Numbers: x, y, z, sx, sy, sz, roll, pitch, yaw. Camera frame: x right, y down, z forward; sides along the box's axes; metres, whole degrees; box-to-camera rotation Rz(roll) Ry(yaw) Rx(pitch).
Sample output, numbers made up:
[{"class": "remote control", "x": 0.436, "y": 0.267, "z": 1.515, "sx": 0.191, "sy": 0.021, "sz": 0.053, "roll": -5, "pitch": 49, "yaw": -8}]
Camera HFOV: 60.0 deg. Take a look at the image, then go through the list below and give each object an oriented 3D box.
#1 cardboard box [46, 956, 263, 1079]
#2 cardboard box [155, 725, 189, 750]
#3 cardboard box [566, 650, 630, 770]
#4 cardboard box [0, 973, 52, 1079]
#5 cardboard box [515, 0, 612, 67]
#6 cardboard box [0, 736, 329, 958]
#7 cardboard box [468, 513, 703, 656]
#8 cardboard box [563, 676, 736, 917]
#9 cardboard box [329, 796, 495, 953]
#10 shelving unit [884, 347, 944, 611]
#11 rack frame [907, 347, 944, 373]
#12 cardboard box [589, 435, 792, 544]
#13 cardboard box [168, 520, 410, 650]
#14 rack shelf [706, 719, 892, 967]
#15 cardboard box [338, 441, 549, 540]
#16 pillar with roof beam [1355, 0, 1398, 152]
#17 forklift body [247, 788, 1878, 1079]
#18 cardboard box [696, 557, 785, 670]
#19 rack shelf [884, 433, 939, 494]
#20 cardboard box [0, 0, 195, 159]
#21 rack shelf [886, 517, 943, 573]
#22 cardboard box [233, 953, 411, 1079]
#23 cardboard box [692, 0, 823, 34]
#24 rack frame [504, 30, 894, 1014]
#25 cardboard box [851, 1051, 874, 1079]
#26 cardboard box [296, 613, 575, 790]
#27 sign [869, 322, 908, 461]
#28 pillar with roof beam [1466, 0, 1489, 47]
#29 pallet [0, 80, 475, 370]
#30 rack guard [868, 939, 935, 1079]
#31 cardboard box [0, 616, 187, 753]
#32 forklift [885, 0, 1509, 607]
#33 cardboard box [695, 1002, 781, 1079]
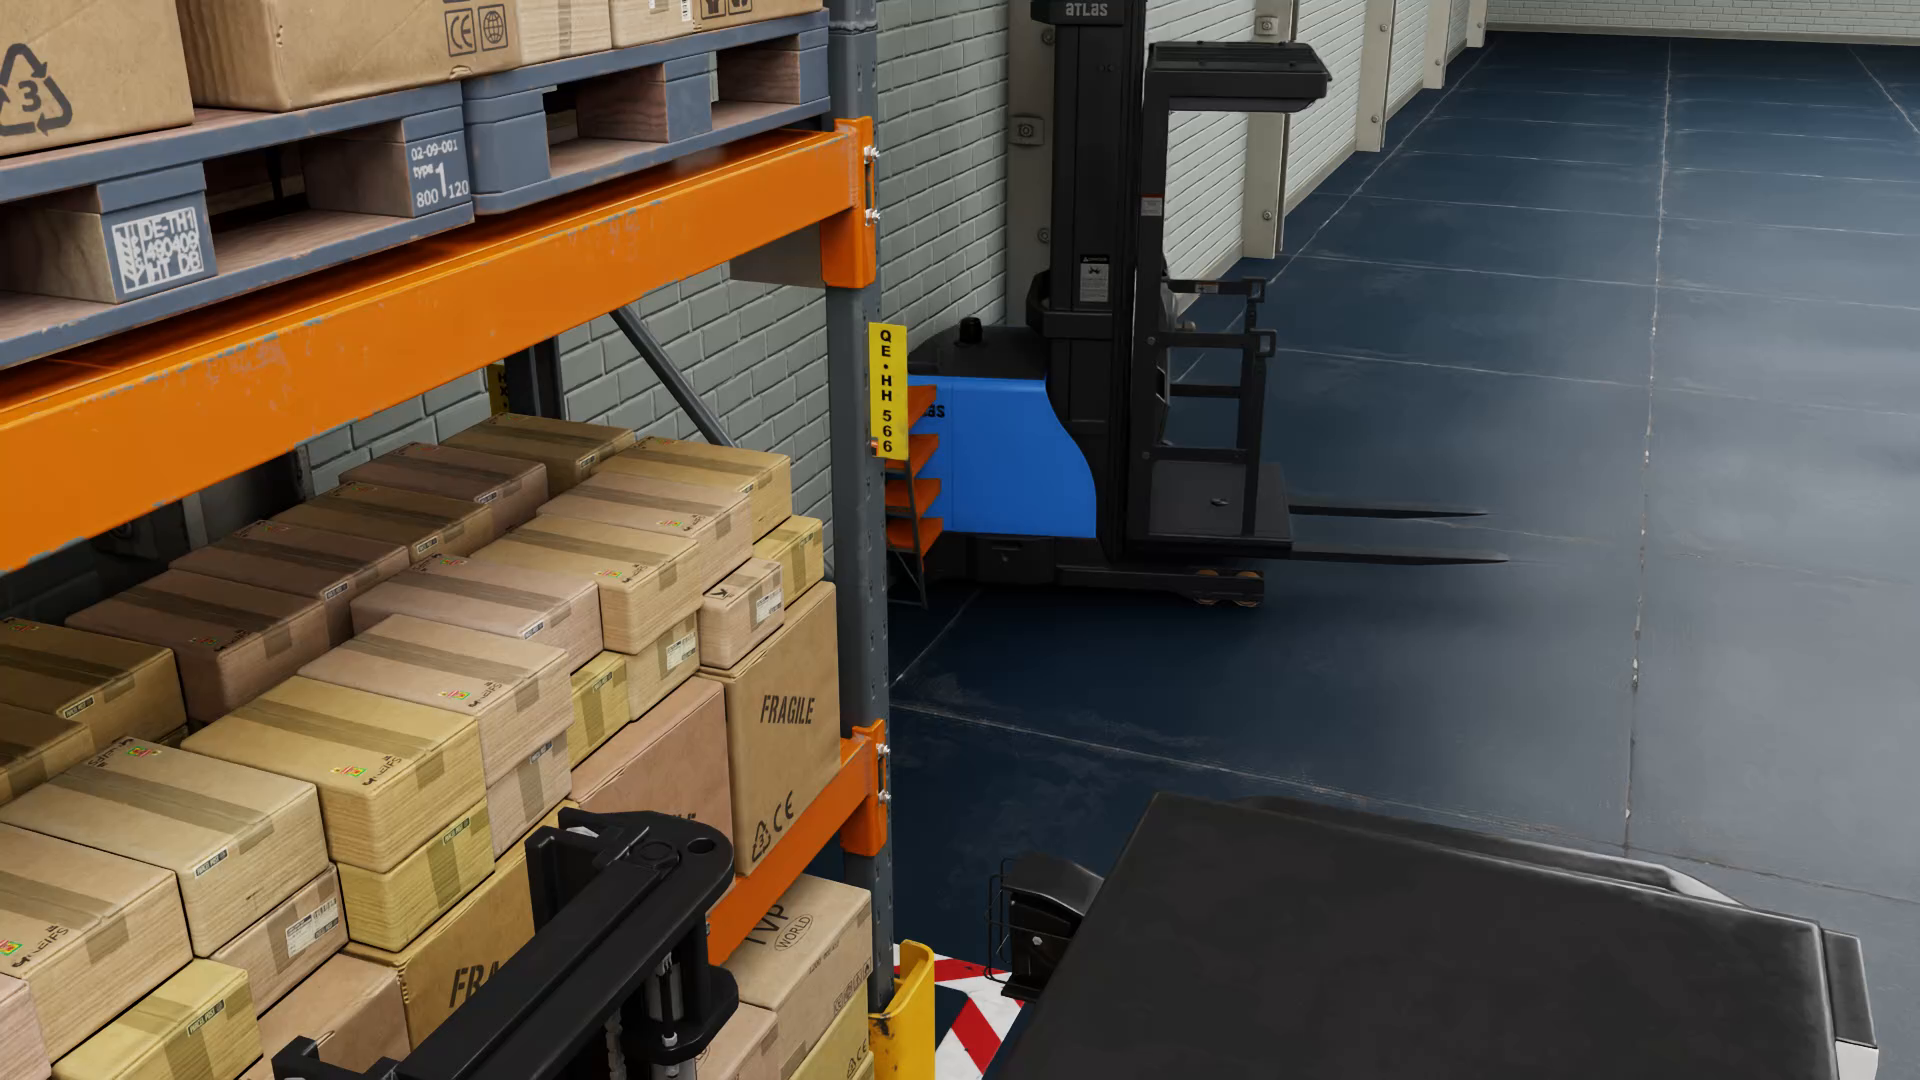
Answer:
[{"class": "cardboard box", "x": -1.198, "y": 0.676, "z": 2.270, "sx": 0.380, "sy": 0.149, "sz": 0.250, "roll": 8, "pitch": 24, "yaw": 19}, {"class": "cardboard box", "x": -1.578, "y": 0.405, "z": 2.917, "sx": 0.380, "sy": 0.149, "sz": 0.250, "roll": 10, "pitch": 25, "yaw": 22}, {"class": "cardboard box", "x": -0.860, "y": 0.302, "z": 3.164, "sx": 0.380, "sy": 0.149, "sz": 0.250, "roll": 9, "pitch": 24, "yaw": 20}, {"class": "cardboard box", "x": -1.355, "y": 0.621, "z": 2.014, "sx": 0.380, "sy": 0.149, "sz": 0.250, "roll": 9, "pitch": 24, "yaw": 20}, {"class": "cardboard box", "x": -0.788, "y": -0.915, "z": 2.656, "sx": 0.396, "sy": 0.266, "sz": 0.258, "roll": 9, "pitch": 24, "yaw": 20}, {"class": "cardboard box", "x": -1.170, "y": 0.442, "z": 2.443, "sx": 0.380, "sy": 0.149, "sz": 0.250, "roll": 9, "pitch": 24, "yaw": 21}, {"class": "cardboard box", "x": -0.740, "y": 0.082, "z": 3.304, "sx": 0.380, "sy": 0.149, "sz": 0.250, "roll": 9, "pitch": 24, "yaw": 21}, {"class": "cardboard box", "x": -0.808, "y": 0.568, "z": 3.368, "sx": 0.500, "sy": 0.500, "sz": 0.500, "roll": 10, "pitch": 25, "yaw": 22}, {"class": "cardboard box", "x": -0.990, "y": 0.498, "z": 2.695, "sx": 0.380, "sy": 0.149, "sz": 0.250, "roll": 9, "pitch": 24, "yaw": 20}, {"class": "shelving unit", "x": -0.233, "y": -0.269, "z": 7.916, "sx": 0.258, "sy": 1.200, "sz": 0.503, "roll": 6, "pitch": 31, "yaw": 20}, {"class": "rack frame", "x": -0.148, "y": -0.388, "z": 8.111, "sx": 0.240, "sy": 1.200, "sz": 0.015, "roll": 6, "pitch": 31, "yaw": 20}, {"class": "cardboard box", "x": -0.605, "y": -0.108, "z": 3.759, "sx": 0.380, "sy": 0.149, "sz": 0.250, "roll": 9, "pitch": 24, "yaw": 20}, {"class": "cardboard box", "x": -1.310, "y": 0.095, "z": 3.273, "sx": 0.380, "sy": 0.149, "sz": 0.250, "roll": 9, "pitch": 24, "yaw": 20}, {"class": "rack shelf", "x": -1.411, "y": 1.264, "z": 2.765, "sx": 1.077, "sy": 0.370, "sz": 4.000, "roll": 9, "pitch": 24, "yaw": 20}, {"class": "cardboard box", "x": -1.148, "y": -0.090, "z": 3.718, "sx": 0.380, "sy": 0.149, "sz": 0.250, "roll": 10, "pitch": 25, "yaw": 22}, {"class": "pillar with roof beam", "x": 8.920, "y": -8.257, "z": 16.841, "sx": 9.100, "sy": 9.000, "sz": 0.400, "roll": 9, "pitch": 24, "yaw": 20}, {"class": "forklift body", "x": 0.321, "y": 1.548, "z": 2.254, "sx": 2.313, "sy": 2.155, "sz": 1.214, "roll": 9, "pitch": 24, "yaw": 20}, {"class": "cardboard box", "x": -0.604, "y": 0.131, "z": 3.574, "sx": 0.380, "sy": 0.149, "sz": 0.250, "roll": 9, "pitch": 24, "yaw": 21}, {"class": "rack shelf", "x": -0.248, "y": -0.405, "z": 7.839, "sx": 0.258, "sy": 0.148, "sz": 0.480, "roll": 6, "pitch": 31, "yaw": 20}, {"class": "cardboard box", "x": -1.332, "y": -0.706, "z": 1.848, "sx": 0.797, "sy": 0.503, "sz": 0.637, "roll": 10, "pitch": 25, "yaw": 22}, {"class": "rack shelf", "x": -0.210, "y": -0.038, "z": 8.046, "sx": 0.258, "sy": 0.148, "sz": 0.480, "roll": 6, "pitch": 31, "yaw": 20}, {"class": "cardboard box", "x": -1.175, "y": 0.933, "z": 2.494, "sx": 0.500, "sy": 0.500, "sz": 0.500, "roll": 9, "pitch": 24, "yaw": 20}, {"class": "cardboard box", "x": -0.606, "y": -1.260, "z": 3.180, "sx": 0.500, "sy": 0.500, "sz": 0.500, "roll": 10, "pitch": 25, "yaw": 22}, {"class": "rack frame", "x": -0.668, "y": 0.216, "z": 4.340, "sx": 1.000, "sy": 3.000, "sz": 0.127, "roll": 9, "pitch": 24, "yaw": 20}, {"class": "cardboard box", "x": -0.549, "y": 1.505, "z": 4.278, "sx": 0.500, "sy": 0.250, "sz": 0.500, "roll": 9, "pitch": 24, "yaw": 20}, {"class": "cardboard box", "x": -0.895, "y": 0.270, "z": 2.855, "sx": 0.380, "sy": 0.149, "sz": 0.250, "roll": 9, "pitch": 24, "yaw": 21}, {"class": "sign", "x": -0.169, "y": -0.344, "z": 3.873, "sx": 0.100, "sy": 0.325, "sz": 0.005, "roll": 9, "pitch": 24, "yaw": 20}, {"class": "pillar with roof beam", "x": 13.377, "y": -12.551, "z": 27.122, "sx": 9.100, "sy": 9.000, "sz": 0.400, "roll": 9, "pitch": 24, "yaw": 20}, {"class": "pallet", "x": -1.406, "y": -0.439, "z": 2.133, "sx": 1.003, "sy": 0.211, "sz": 1.213, "roll": 9, "pitch": 24, "yaw": 20}, {"class": "rack guard", "x": -0.659, "y": 1.361, "z": 4.842, "sx": 1.175, "sy": 0.500, "sz": 0.348, "roll": 9, "pitch": 24, "yaw": 20}, {"class": "cardboard box", "x": -1.574, "y": 0.273, "z": 2.848, "sx": 0.380, "sy": 0.149, "sz": 0.250, "roll": 8, "pitch": 24, "yaw": 19}, {"class": "forklift", "x": 1.162, "y": -1.249, "z": 7.937, "sx": 3.031, "sy": 2.935, "sz": 1.130, "roll": 3, "pitch": 23, "yaw": 6}, {"class": "cardboard box", "x": -0.734, "y": 1.223, "z": 3.655, "sx": 0.500, "sy": 0.250, "sz": 0.500, "roll": 9, "pitch": 24, "yaw": 21}]
